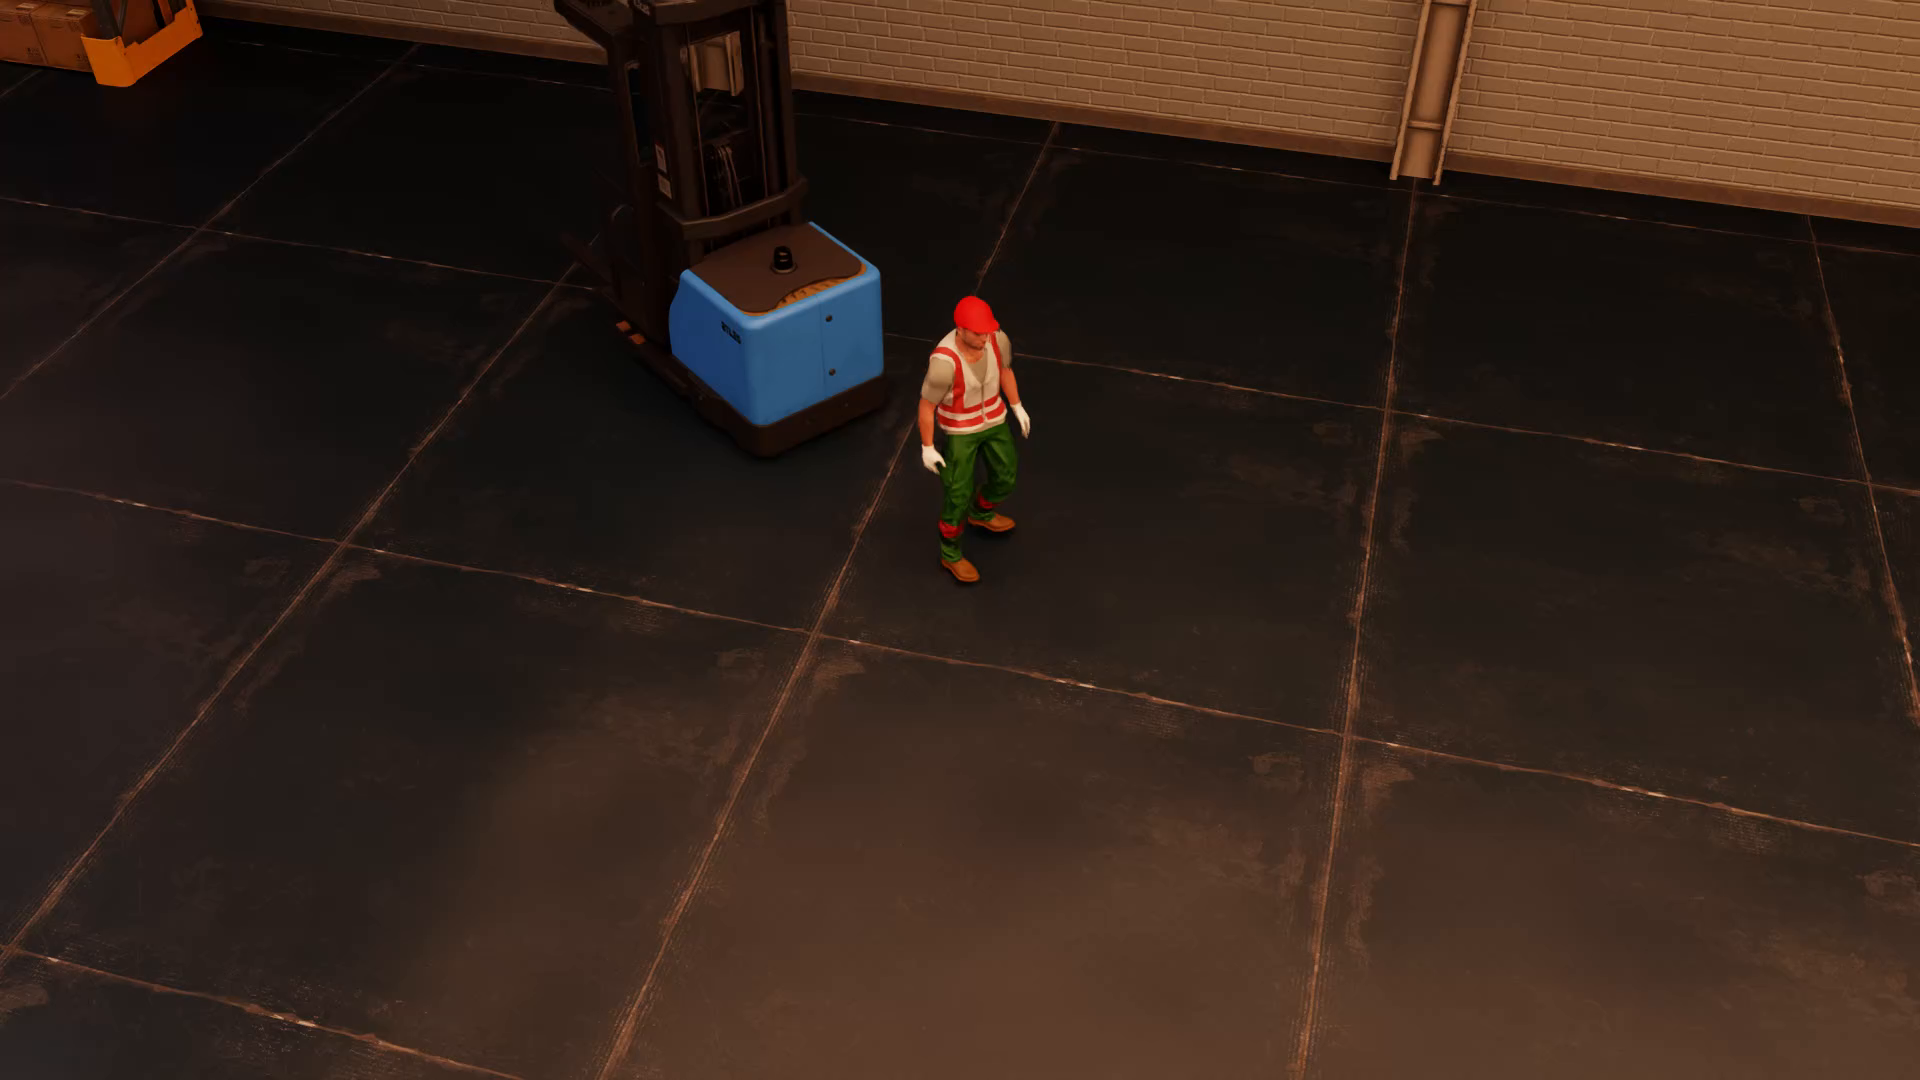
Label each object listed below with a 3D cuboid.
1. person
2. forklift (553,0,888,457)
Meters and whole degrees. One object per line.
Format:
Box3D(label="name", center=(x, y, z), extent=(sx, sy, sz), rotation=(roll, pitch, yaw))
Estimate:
Box3D(label="person", center=(0.098, -0.606, 9.404), extent=(0.693, 1.745, 0.551), rotation=(-24, 47, -25))
Box3D(label="forklift", center=(-1.788, -2.547, 10.767), extent=(1.130, 2.935, 3.031), rotation=(-27, 48, -28))
